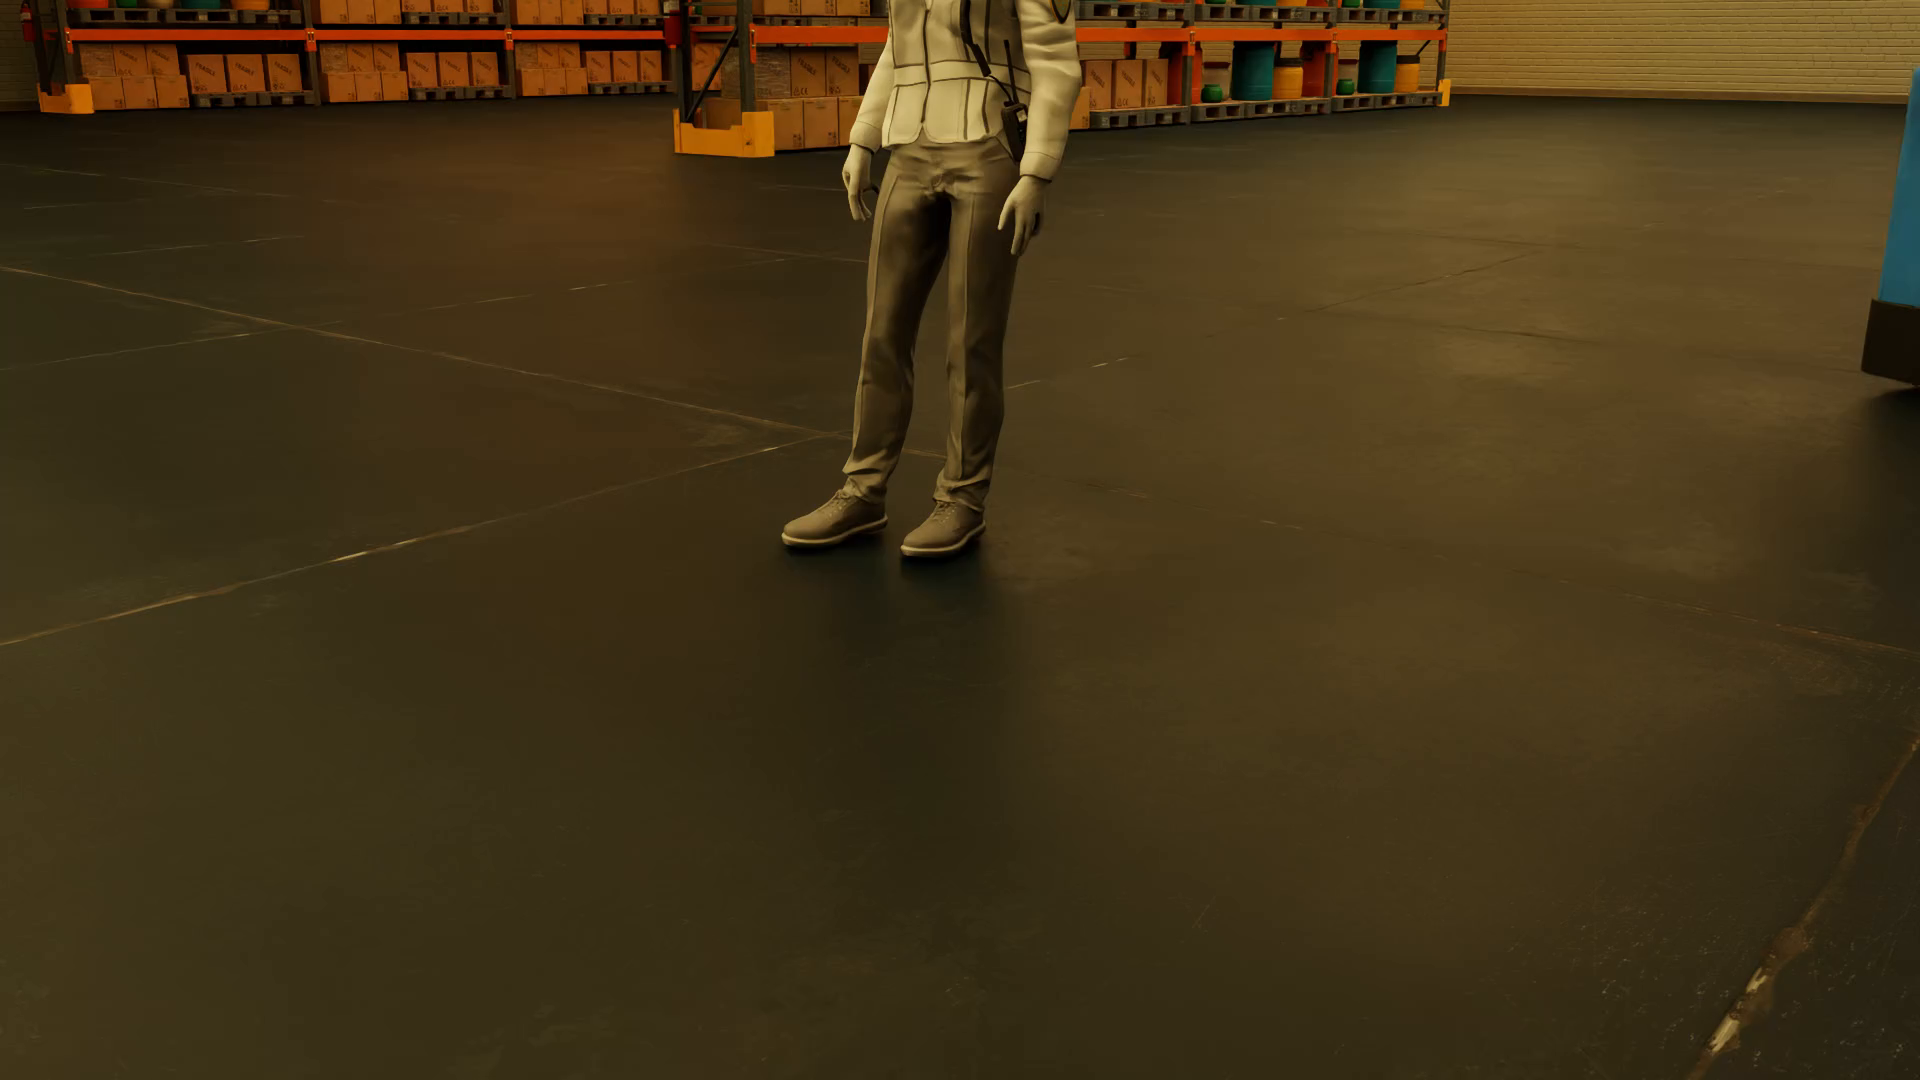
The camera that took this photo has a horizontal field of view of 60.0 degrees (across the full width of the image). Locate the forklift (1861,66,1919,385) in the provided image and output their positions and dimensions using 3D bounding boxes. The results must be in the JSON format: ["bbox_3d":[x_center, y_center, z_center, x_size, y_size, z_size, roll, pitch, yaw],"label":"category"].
[{"bbox_3d":[4.576,-1.921,5.225,3.031,2.935,1.130,-6,18,-20],"label":"forklift"}]

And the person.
[{"bbox_3d":[-0.049,-0.803,3.647,0.586,1.694,0.530,13,21,37],"label":"person"}]
